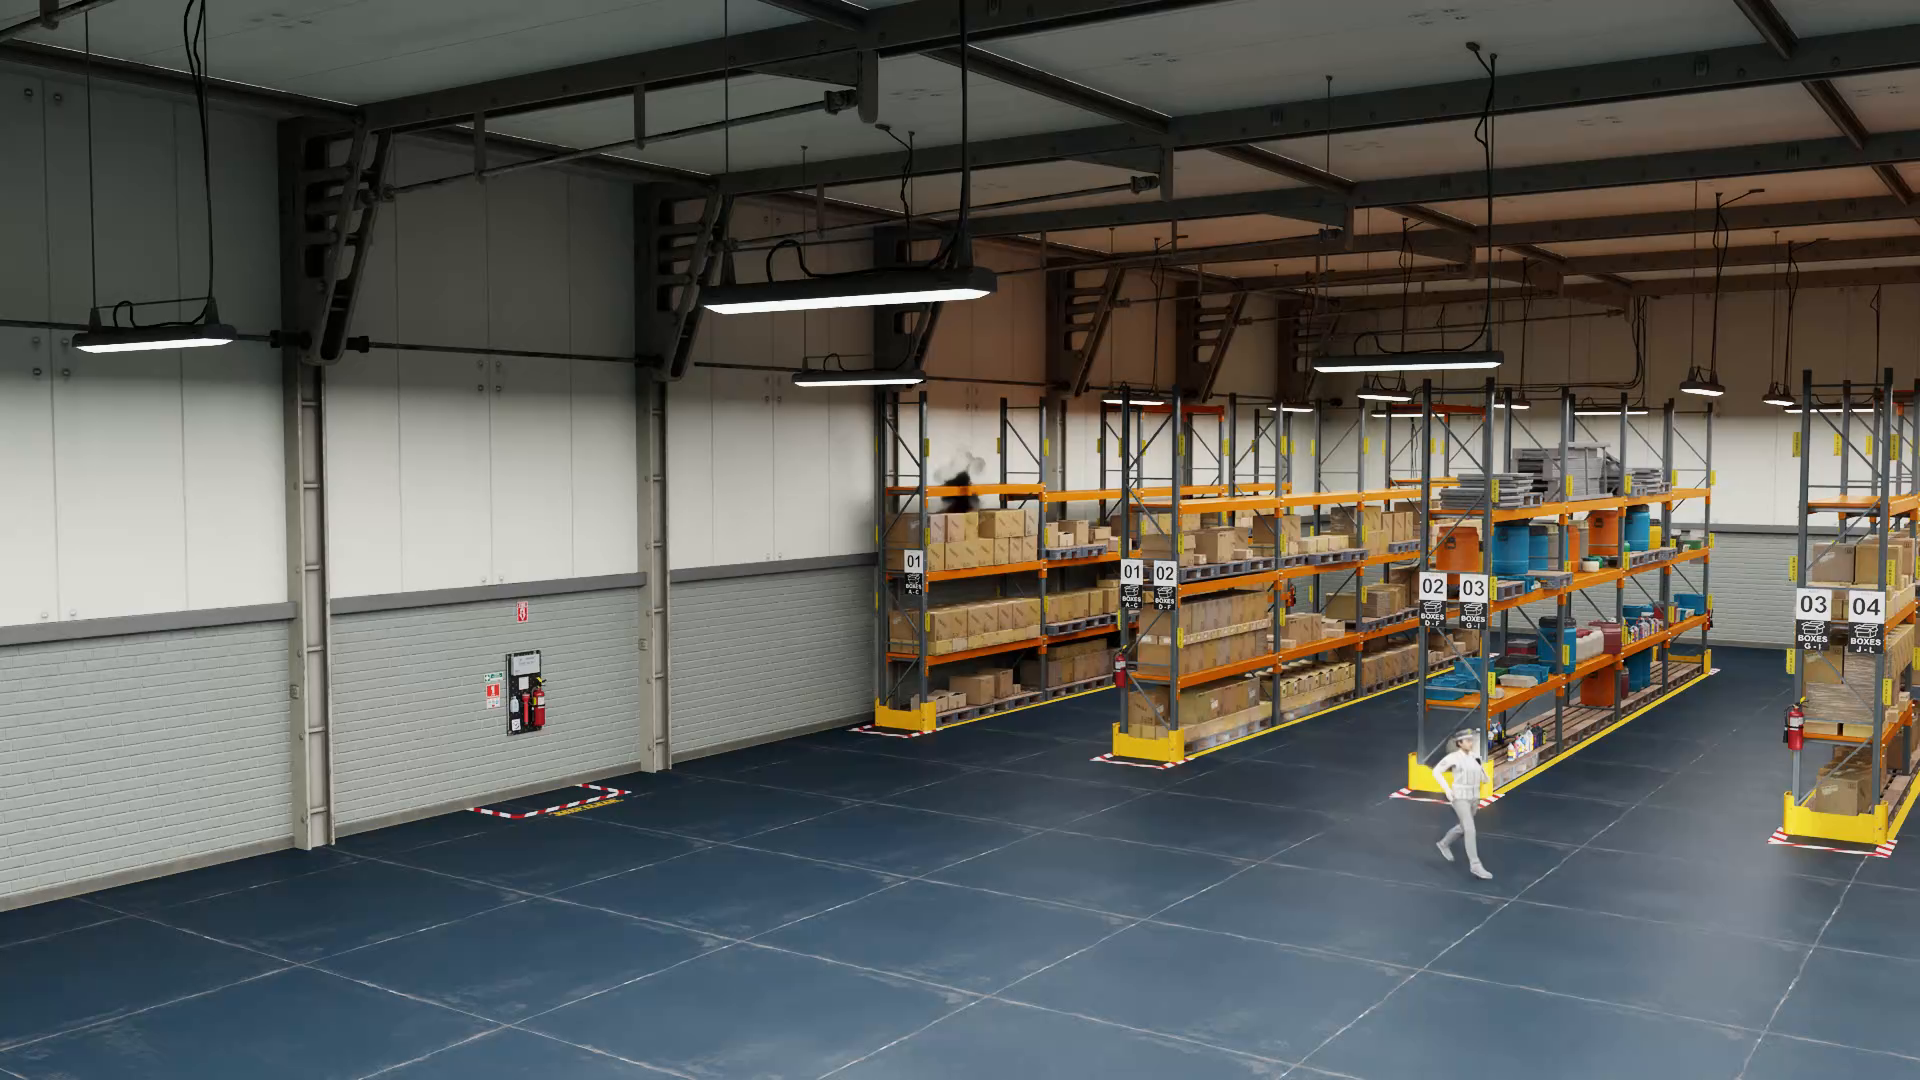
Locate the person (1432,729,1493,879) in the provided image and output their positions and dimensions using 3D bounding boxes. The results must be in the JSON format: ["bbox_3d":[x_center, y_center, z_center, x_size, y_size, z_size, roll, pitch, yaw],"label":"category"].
[{"bbox_3d":[5.933,3.047,19.542,0.610,1.686,0.927,-2,4,-30],"label":"person"}]
